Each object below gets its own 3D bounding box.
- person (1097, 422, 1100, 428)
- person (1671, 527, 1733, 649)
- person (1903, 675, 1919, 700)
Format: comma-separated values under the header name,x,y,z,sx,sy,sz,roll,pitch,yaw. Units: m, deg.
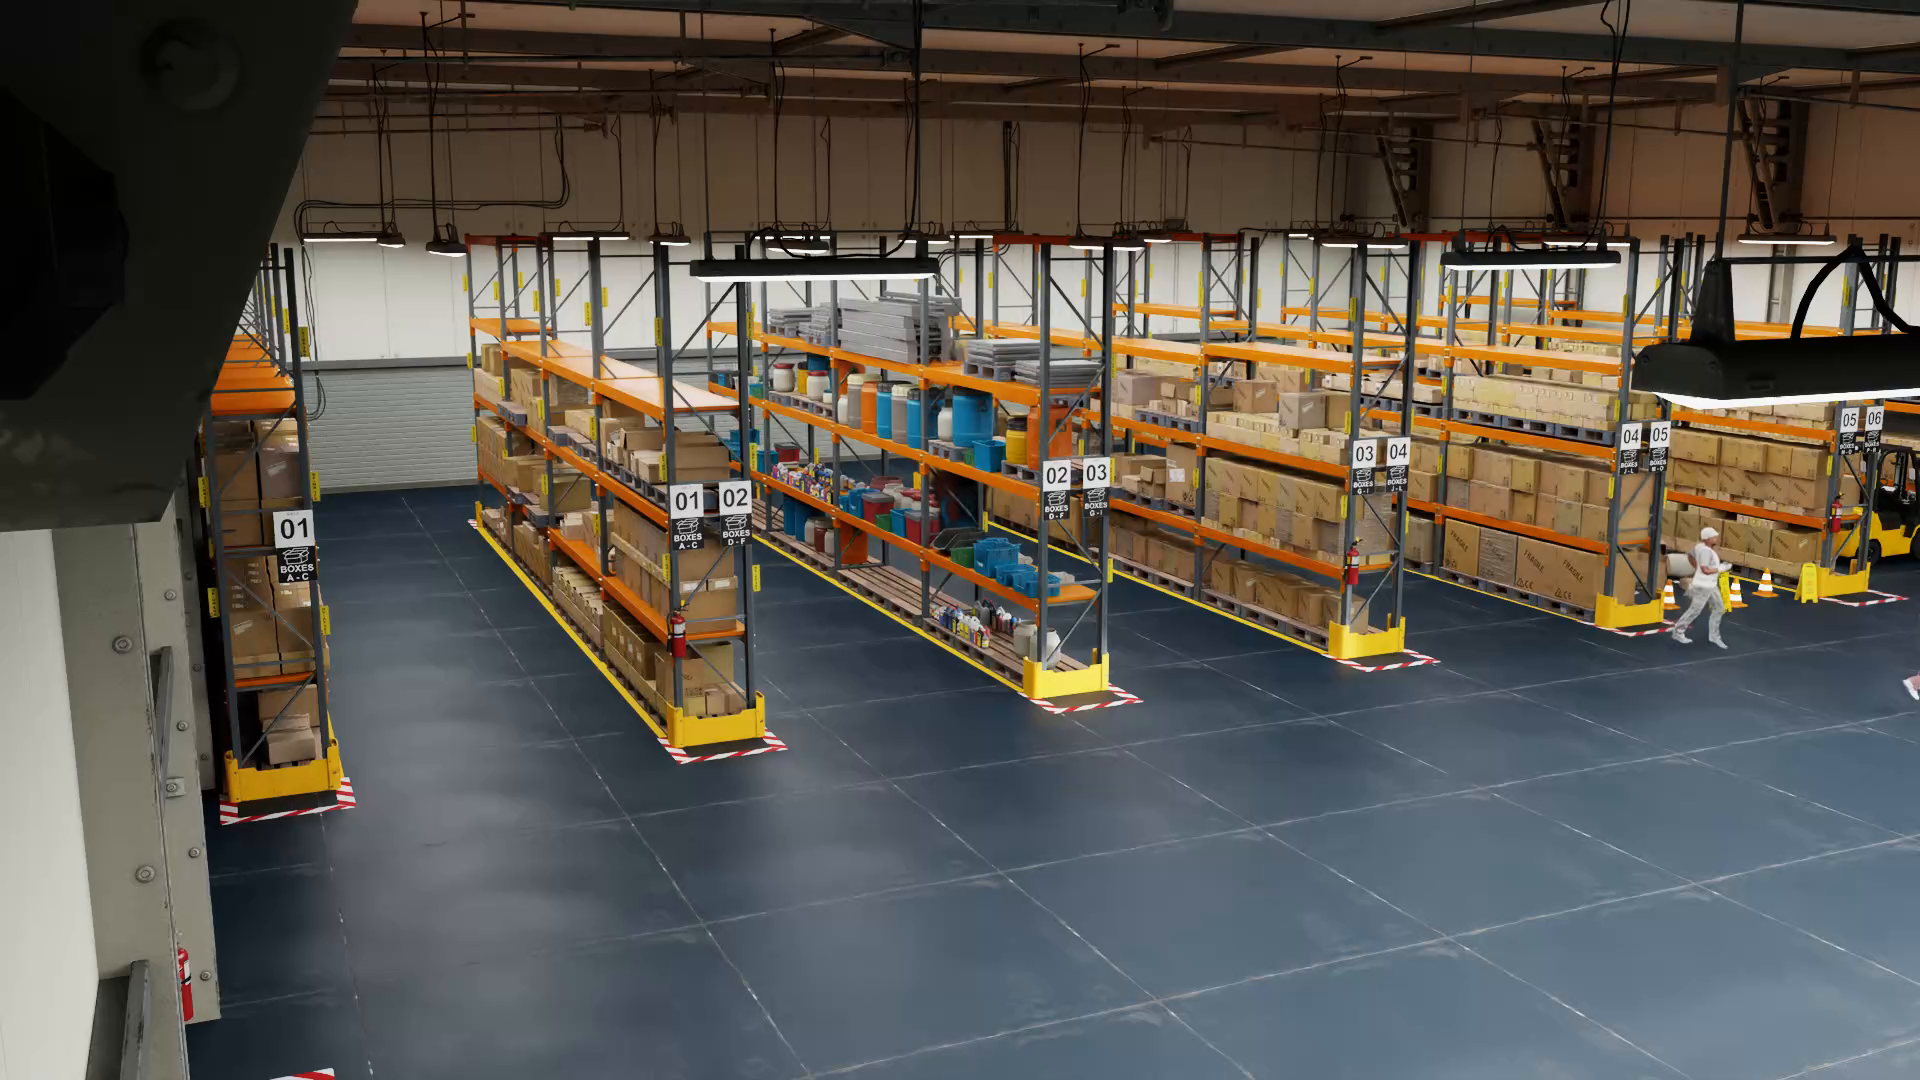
name,x,y,z,sx,sy,sz,roll,pitch,yaw
person,3.493,-2.502,41.823,0.751,1.615,0.710,1,11,4
person,11.033,0.716,24.665,0.772,1.832,0.672,7,13,31
person,12.678,1.440,21.439,0.818,1.660,0.579,3,11,16
